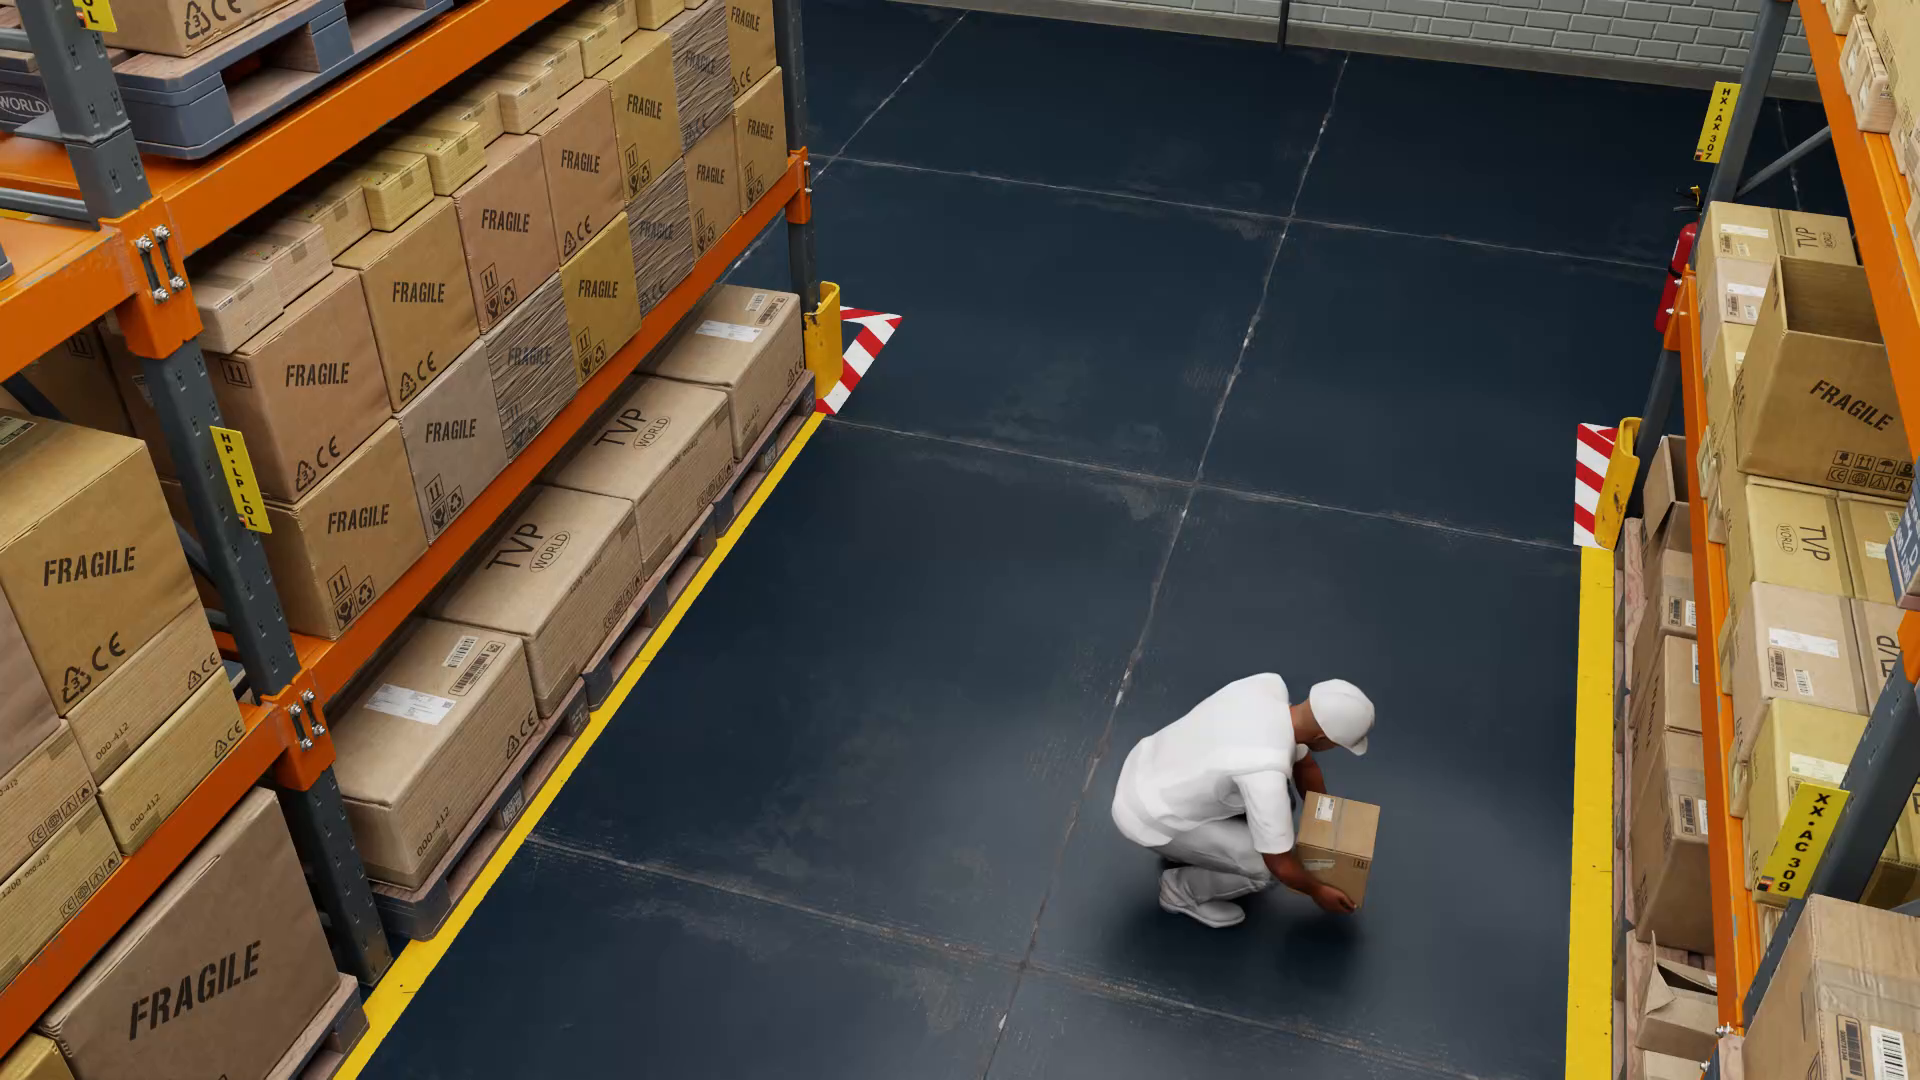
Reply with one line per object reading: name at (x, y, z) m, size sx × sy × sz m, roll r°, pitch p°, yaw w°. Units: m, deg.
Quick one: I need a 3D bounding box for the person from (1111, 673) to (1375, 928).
person at (0.967, 0.846, 5.645) m, size 0.867 × 1.001 × 0.592 m, roll 11°, pitch 38°, yaw 14°
